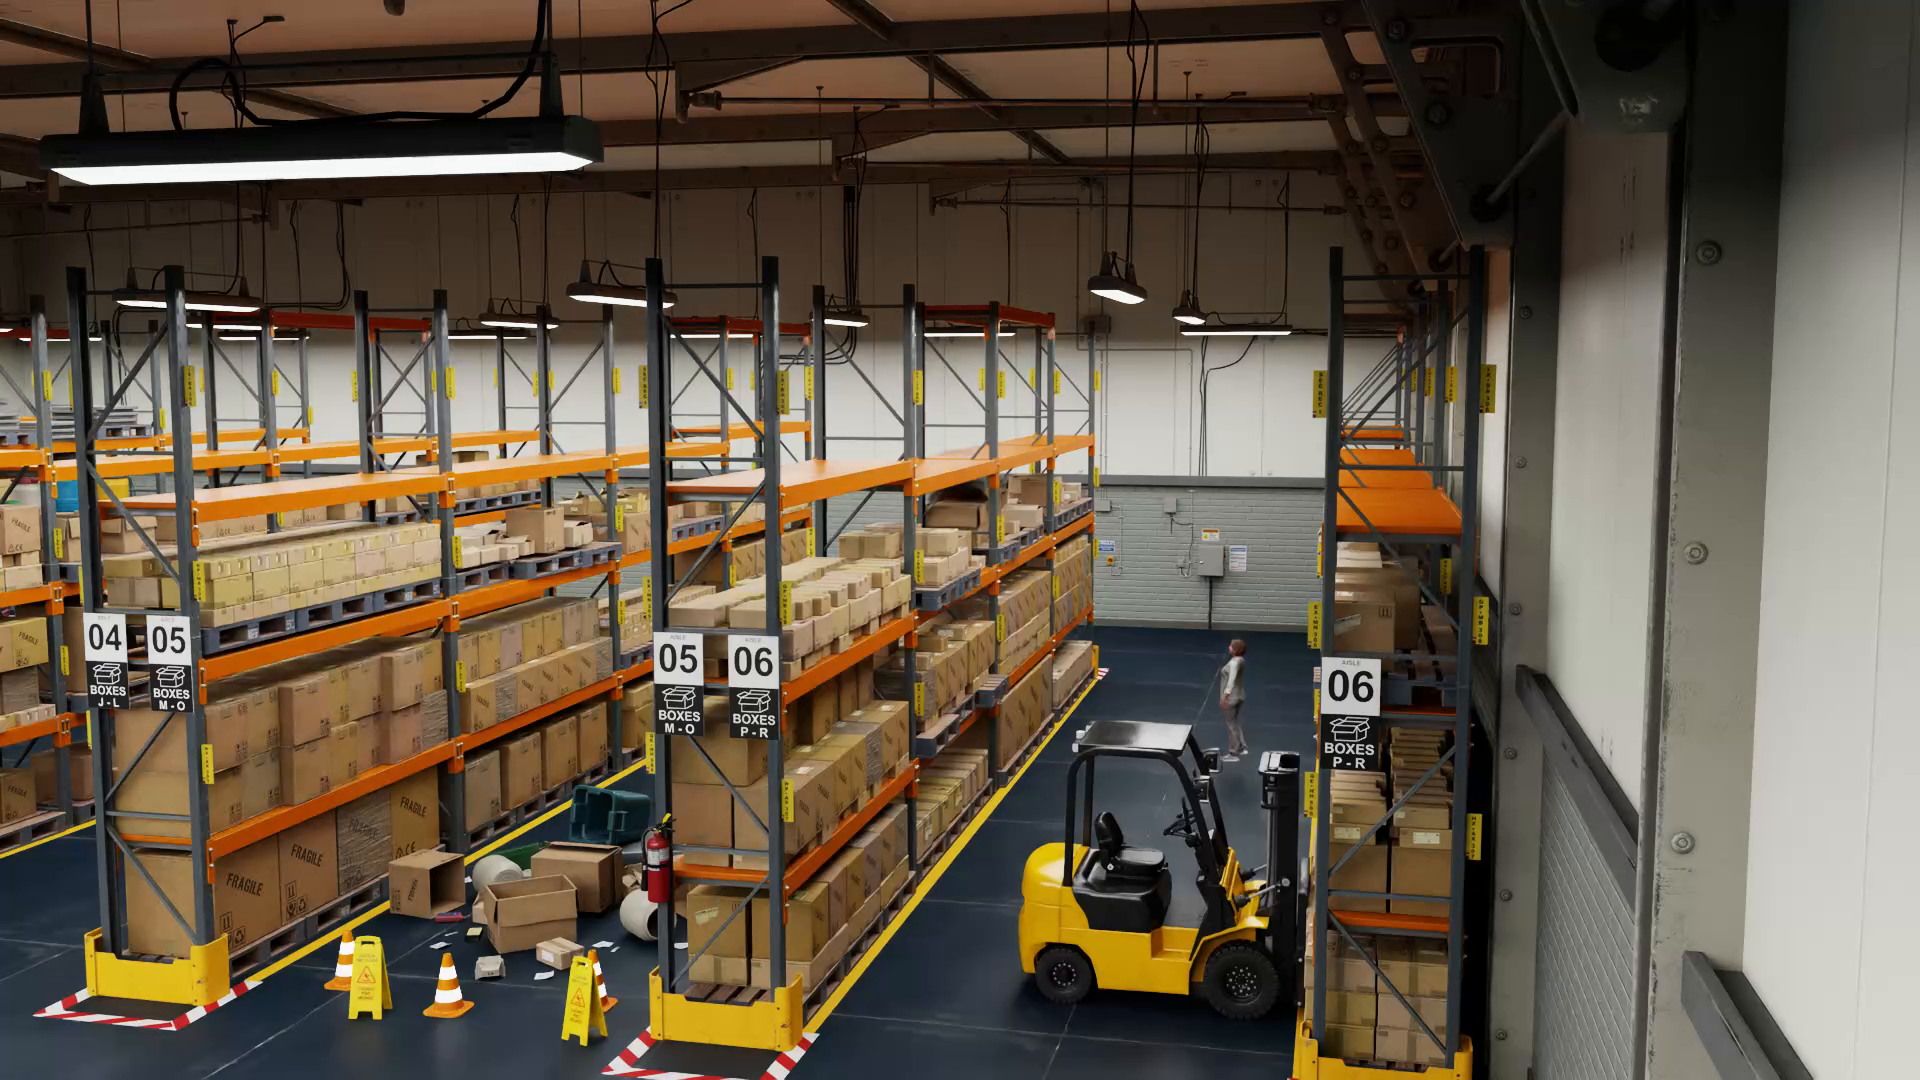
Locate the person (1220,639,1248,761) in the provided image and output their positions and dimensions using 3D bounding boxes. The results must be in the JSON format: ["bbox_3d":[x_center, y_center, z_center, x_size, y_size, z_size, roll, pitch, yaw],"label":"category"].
[{"bbox_3d":[3.526,2.073,21.521,0.401,1.586,0.420,5,8,42],"label":"person"}]
